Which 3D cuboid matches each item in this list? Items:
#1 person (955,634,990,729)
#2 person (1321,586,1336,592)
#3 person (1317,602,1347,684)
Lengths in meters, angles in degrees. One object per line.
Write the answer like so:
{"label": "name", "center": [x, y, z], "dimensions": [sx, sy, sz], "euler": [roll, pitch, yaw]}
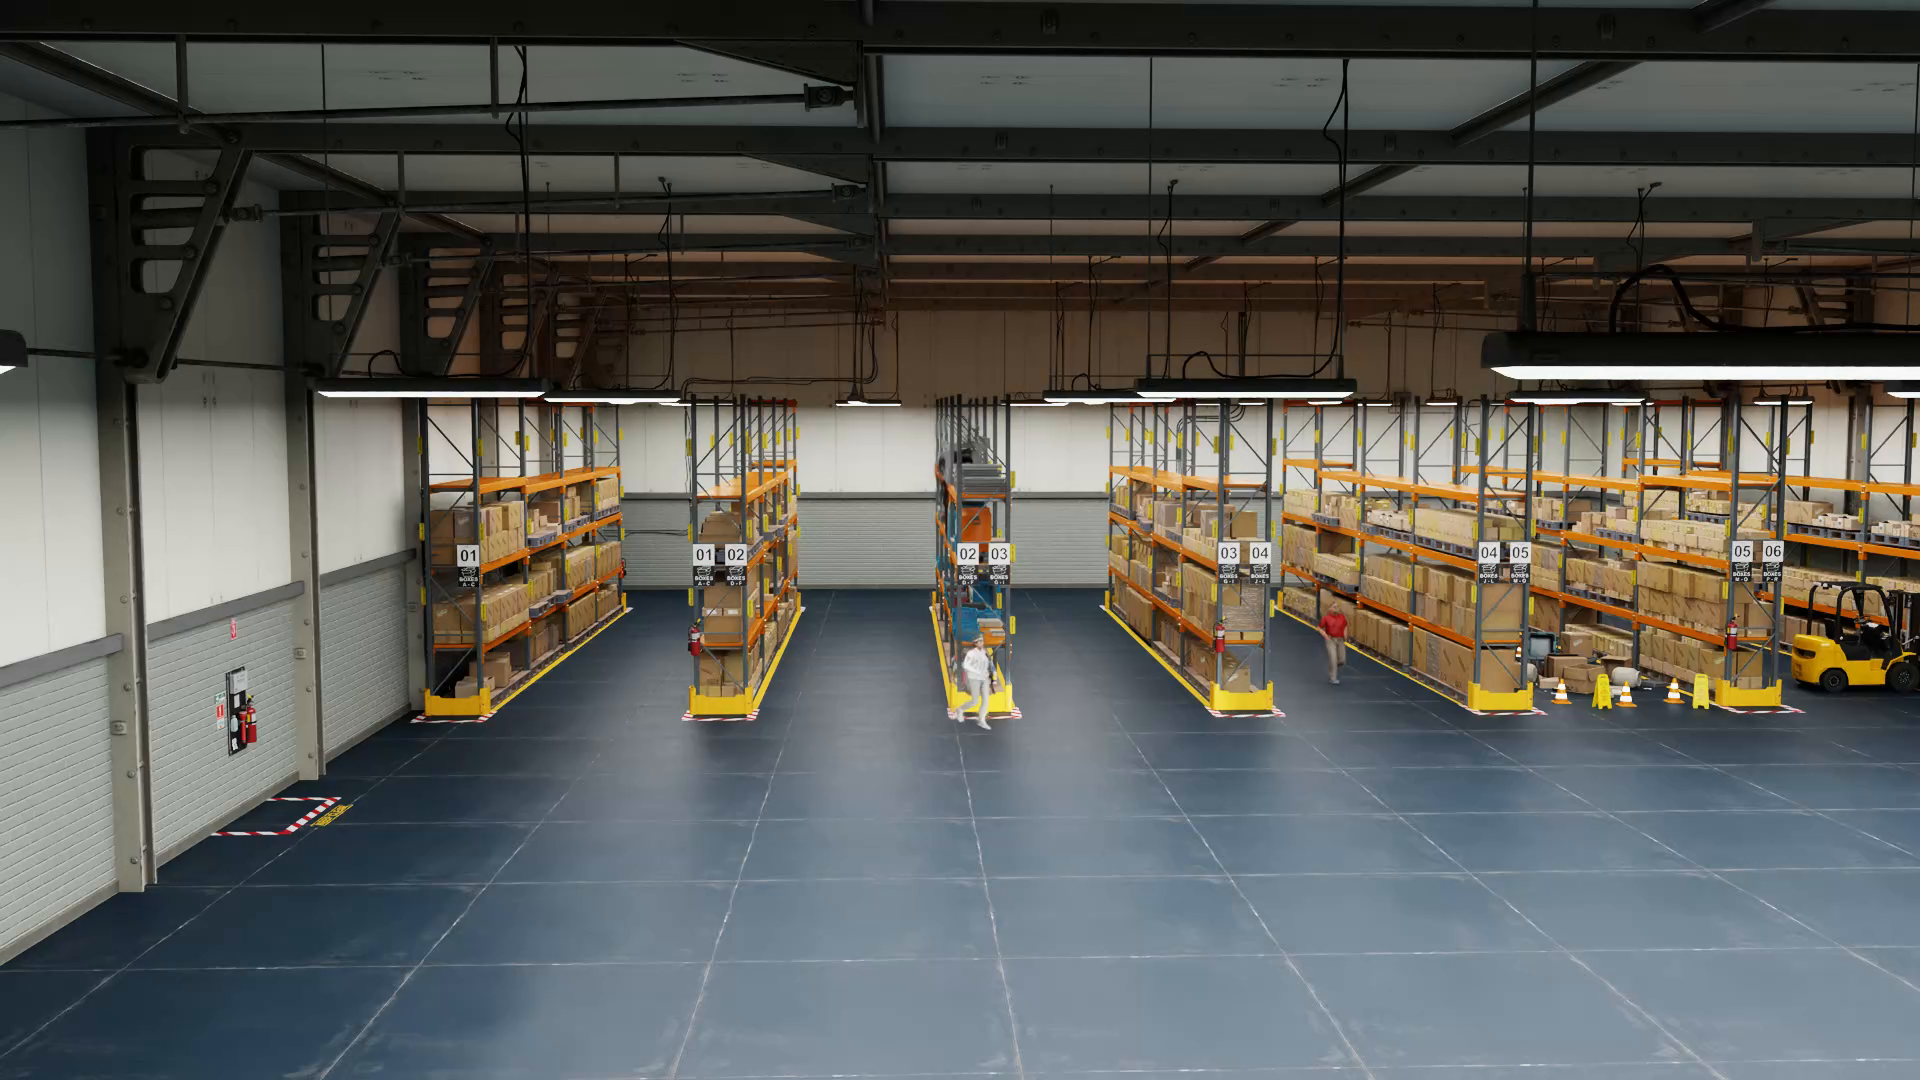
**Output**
{"label": "person", "center": [0.306, 2.534, 30.021], "dimensions": [0.762, 1.698, 0.641], "euler": [4, 6, 40]}
{"label": "person", "center": [10.898, 1.007, 49.065], "dimensions": [0.927, 1.712, 0.646], "euler": [-1, 5, -7]}
{"label": "person", "center": [7.822, 2.142, 34.842], "dimensions": [0.664, 1.673, 0.654], "euler": [-1, 5, -11]}
